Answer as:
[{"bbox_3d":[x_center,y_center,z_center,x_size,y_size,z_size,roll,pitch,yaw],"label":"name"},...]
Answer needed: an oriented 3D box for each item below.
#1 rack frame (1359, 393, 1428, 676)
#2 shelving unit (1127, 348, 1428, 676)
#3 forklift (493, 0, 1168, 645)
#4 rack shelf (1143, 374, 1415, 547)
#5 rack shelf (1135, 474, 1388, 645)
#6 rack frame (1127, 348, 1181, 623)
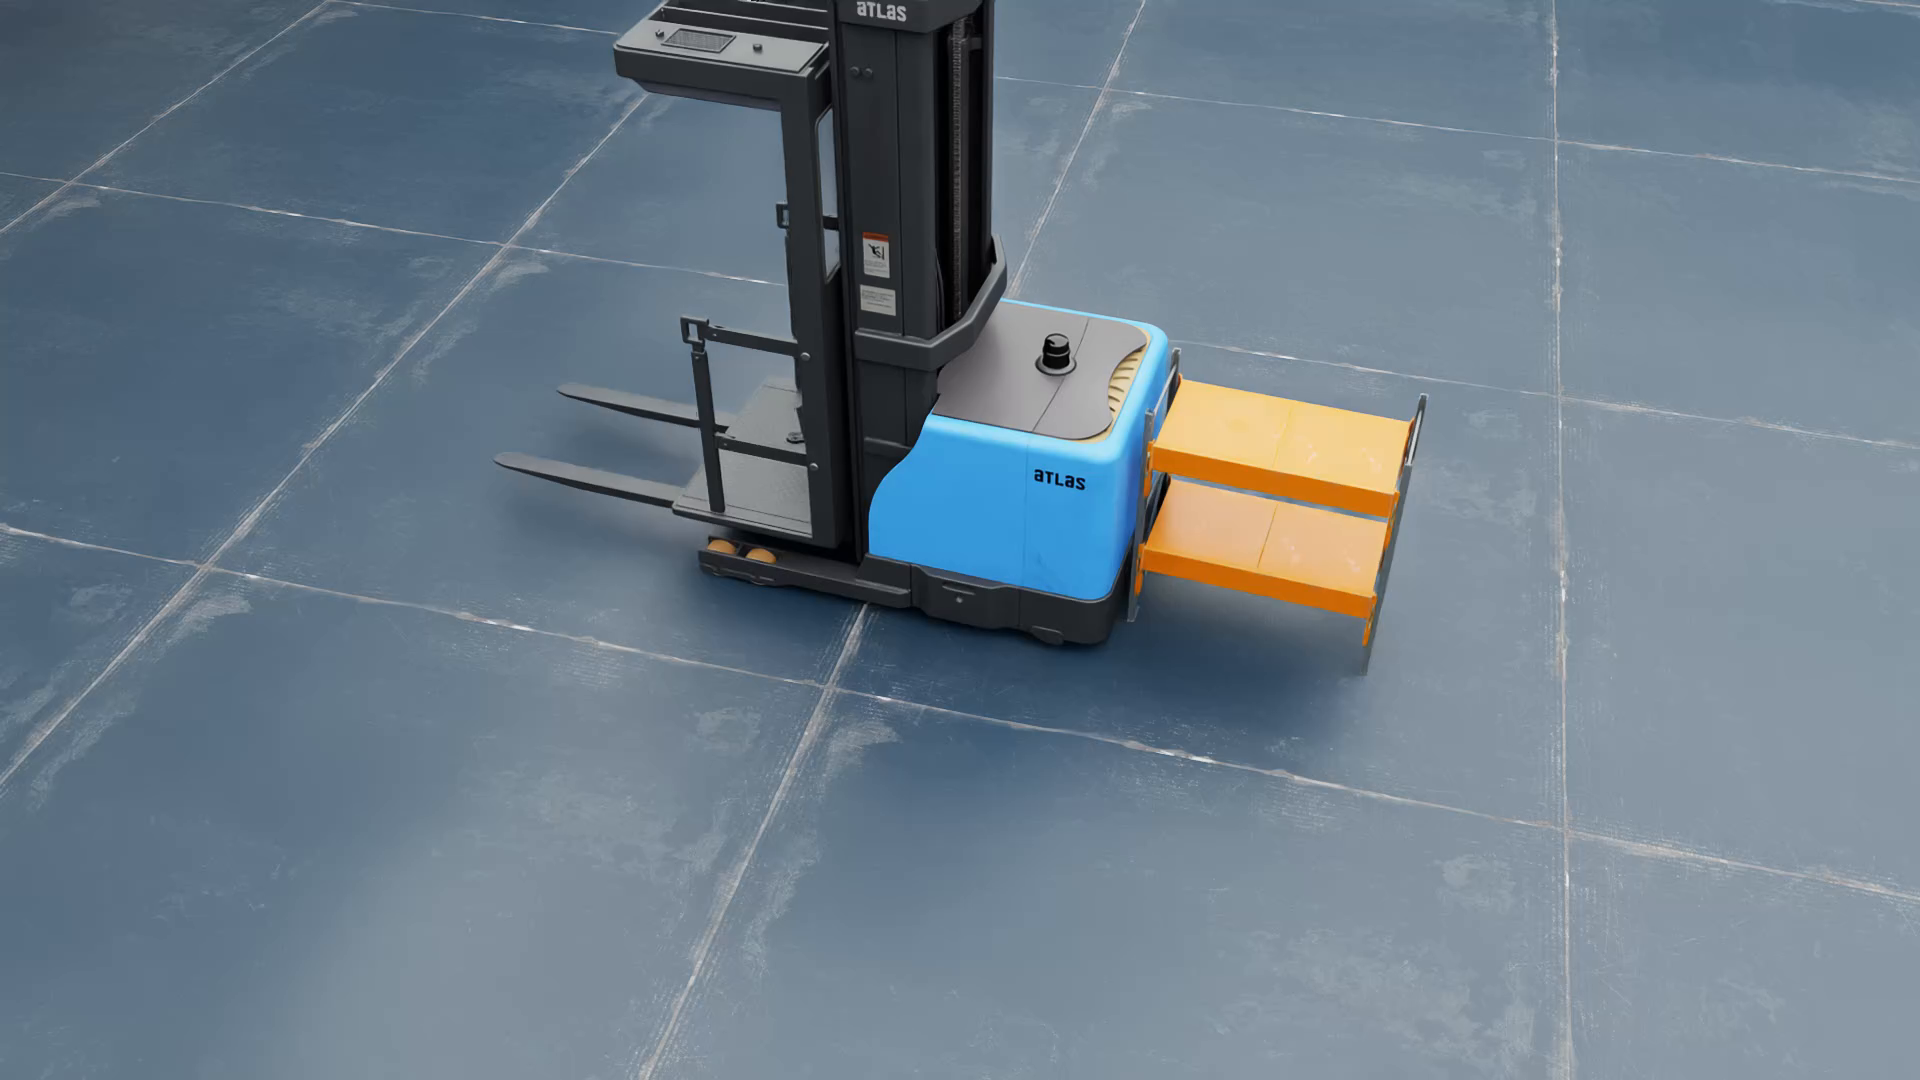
[{"bbox_3d":[1.791,-0.006,6.883,0.032,1.125,0.500,13,42,14],"label":"rack frame"},{"bbox_3d":[1.311,-0.113,7.010,1.048,1.125,0.538,13,42,14],"label":"shelving unit"},{"bbox_3d":[-0.664,-1.228,6.933,3.031,2.935,1.130,12,41,14],"label":"forklift"},{"bbox_3d":[1.311,-0.337,6.822,1.000,0.278,0.538,13,42,14],"label":"rack shelf"},{"bbox_3d":[1.311,0.074,7.167,1.000,0.278,0.538,13,42,14],"label":"rack shelf"},{"bbox_3d":[0.830,-0.220,7.137,0.032,1.125,0.500,13,42,14],"label":"rack frame"}]
